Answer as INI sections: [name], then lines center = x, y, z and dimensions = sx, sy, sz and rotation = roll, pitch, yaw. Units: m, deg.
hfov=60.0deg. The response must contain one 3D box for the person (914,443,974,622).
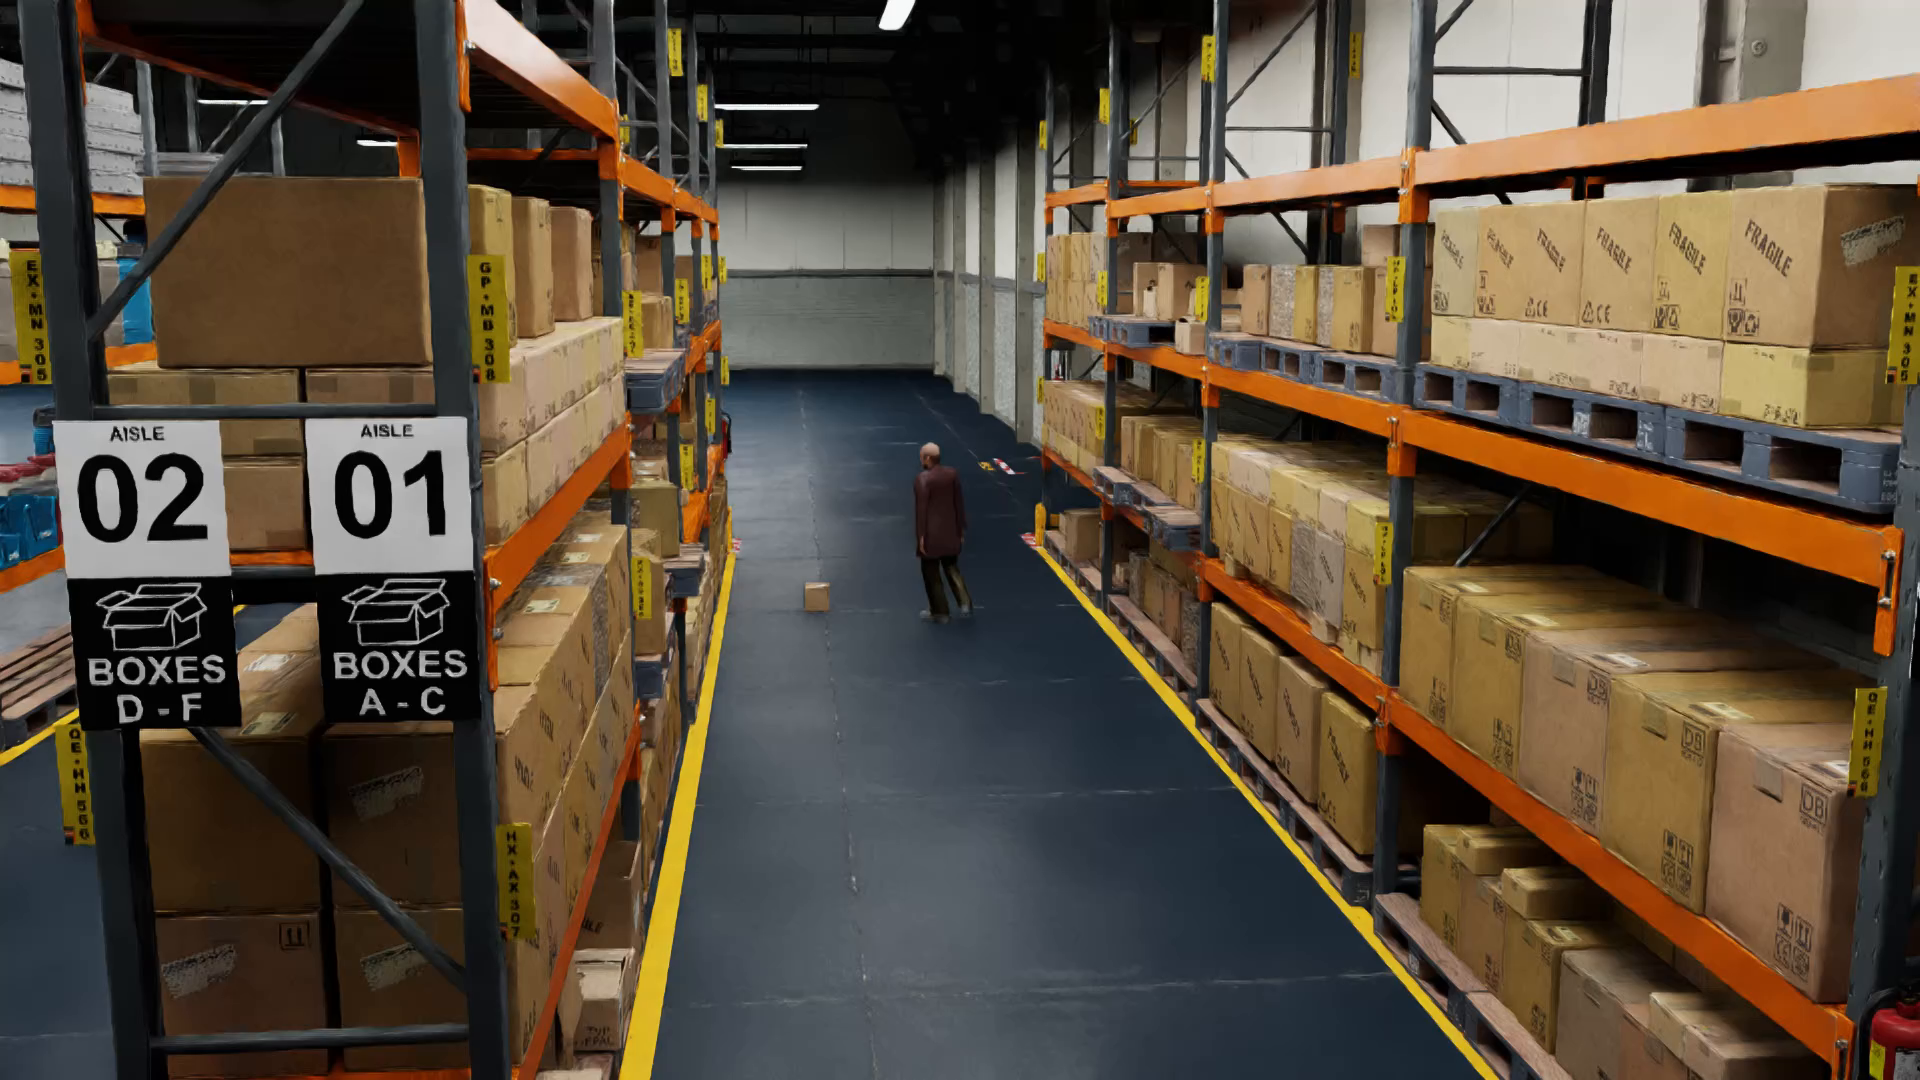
[person]
center = -0.161, -0.066, 16.315
dimensions = 0.621, 1.770, 0.599
rotation = -8, 12, -38
